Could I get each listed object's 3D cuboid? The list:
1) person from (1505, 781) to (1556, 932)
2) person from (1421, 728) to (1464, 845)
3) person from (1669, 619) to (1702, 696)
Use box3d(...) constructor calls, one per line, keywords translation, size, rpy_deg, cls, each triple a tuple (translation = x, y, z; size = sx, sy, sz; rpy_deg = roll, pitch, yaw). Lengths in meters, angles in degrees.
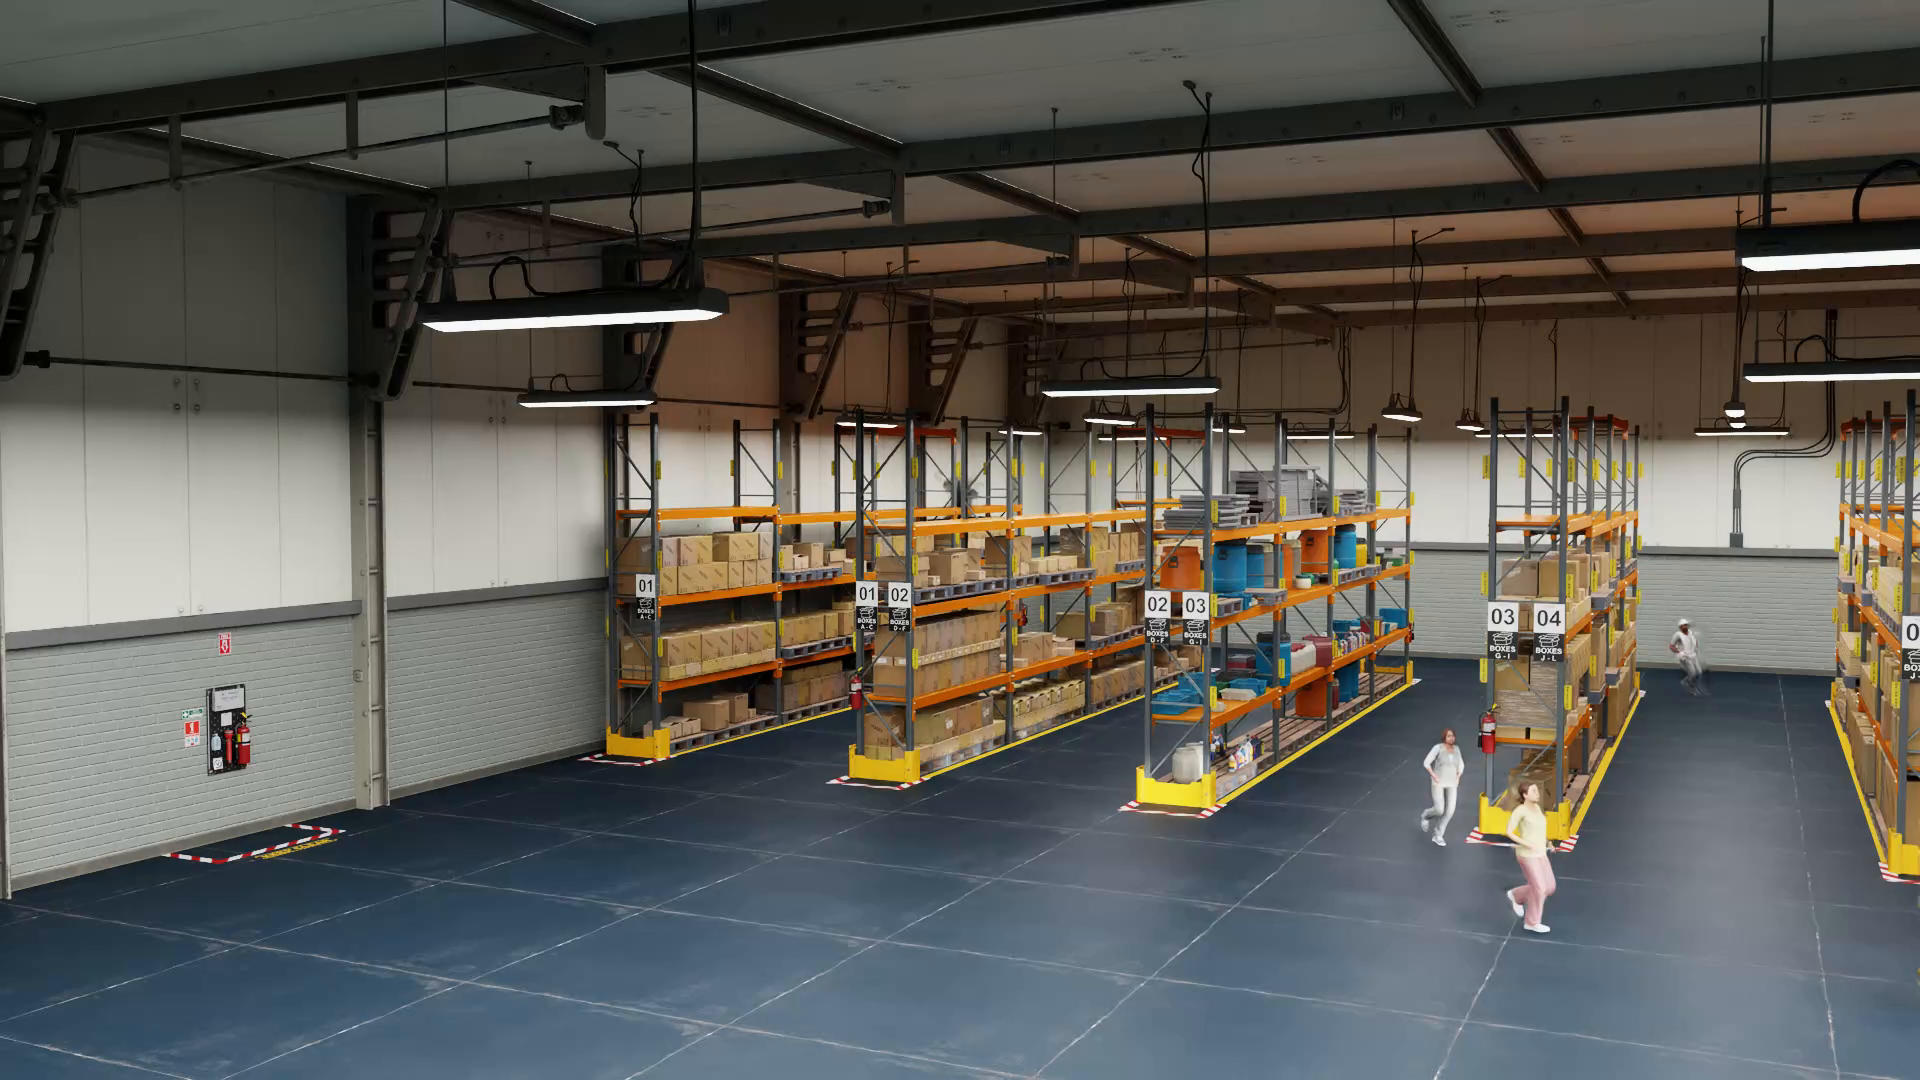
box3d(translation=(6.177, 3.423, 18.112), size=(0.578, 1.617, 0.579), rpy_deg=(-2, 3, -35), cls="person")
box3d(translation=(6.512, 3.295, 22.355), size=(0.558, 1.553, 0.509), rpy_deg=(0, 2, -7), cls="person")
box3d(translation=(16.051, 2.595, 36.881), size=(0.718, 1.704, 0.556), rpy_deg=(-1, 3, -26), cls="person")
